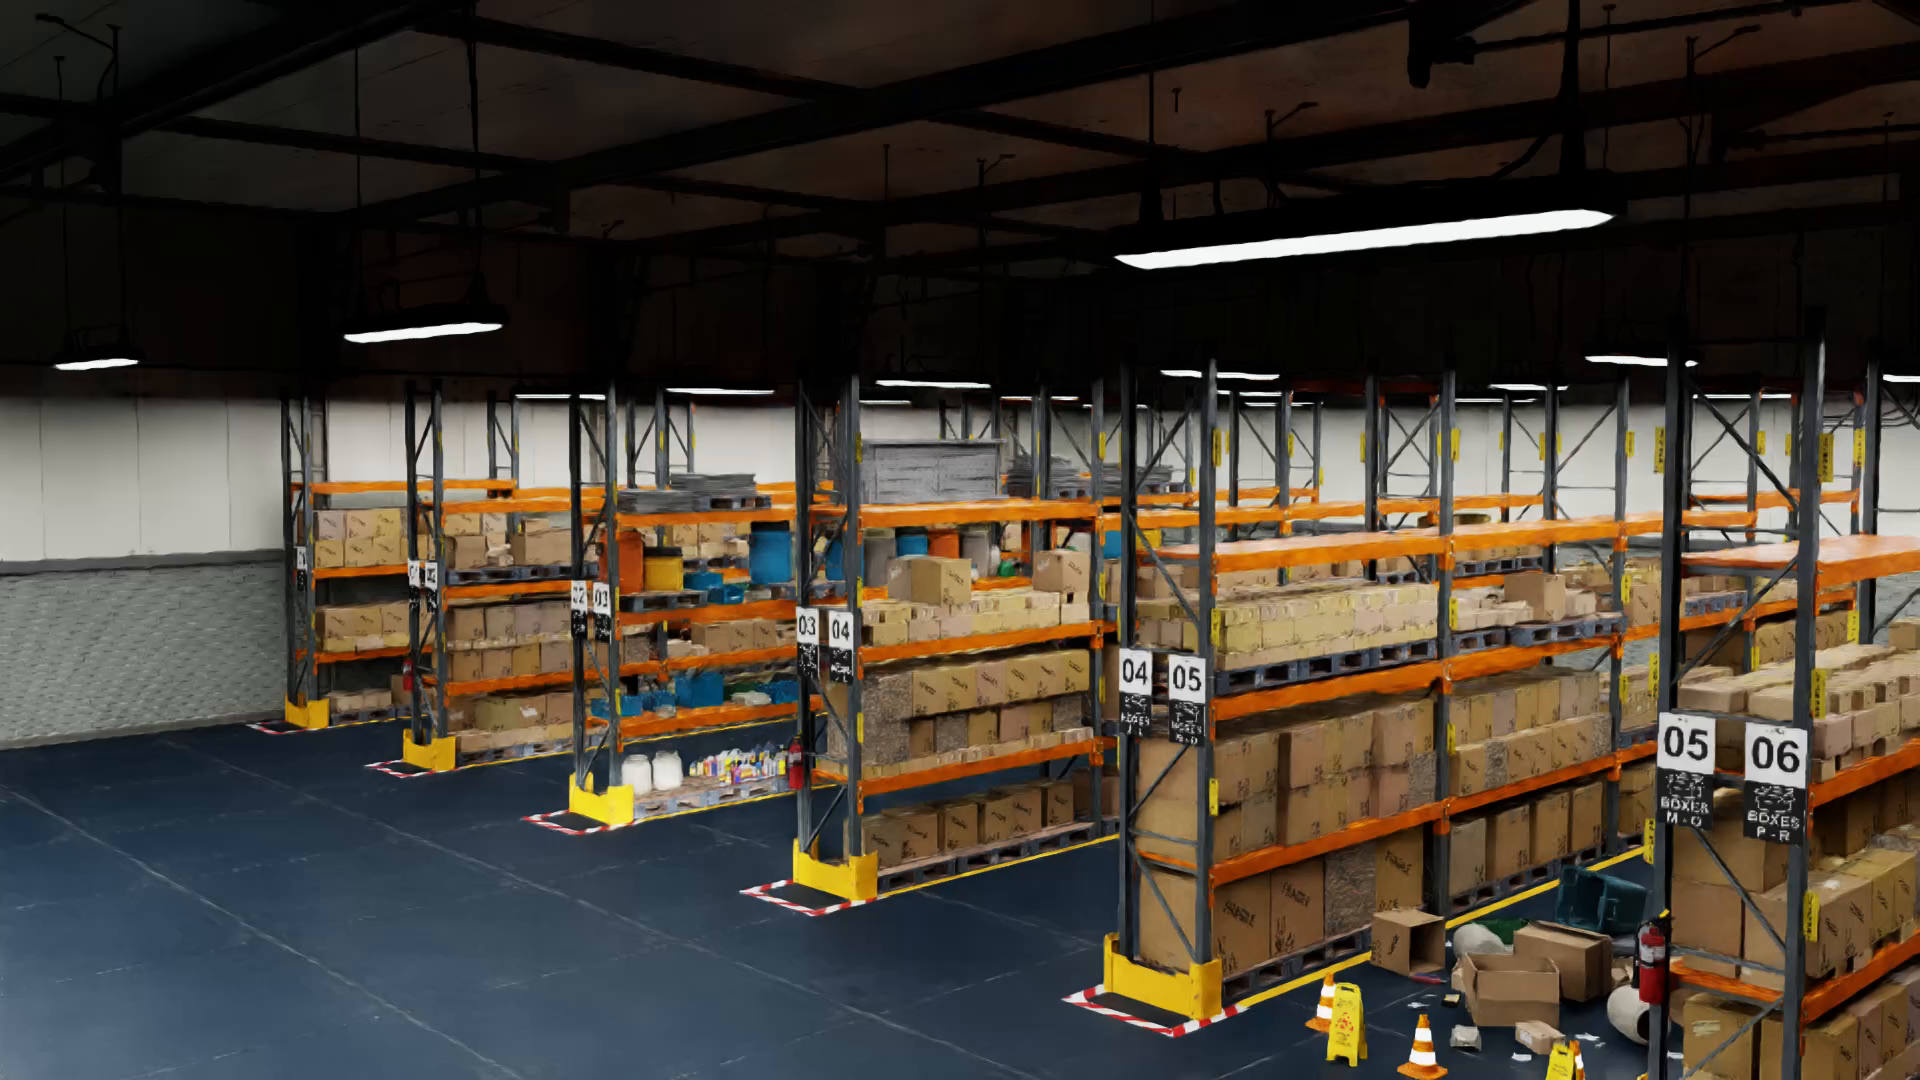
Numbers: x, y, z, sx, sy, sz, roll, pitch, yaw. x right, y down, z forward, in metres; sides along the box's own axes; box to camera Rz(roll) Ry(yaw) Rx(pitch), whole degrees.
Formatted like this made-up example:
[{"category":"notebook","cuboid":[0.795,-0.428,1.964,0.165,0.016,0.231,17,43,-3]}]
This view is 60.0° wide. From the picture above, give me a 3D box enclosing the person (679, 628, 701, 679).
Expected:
[{"category":"person","cuboid":[-5.097,2.463,31.169,1.036,1.393,0.417,-3,5,-41]}]
